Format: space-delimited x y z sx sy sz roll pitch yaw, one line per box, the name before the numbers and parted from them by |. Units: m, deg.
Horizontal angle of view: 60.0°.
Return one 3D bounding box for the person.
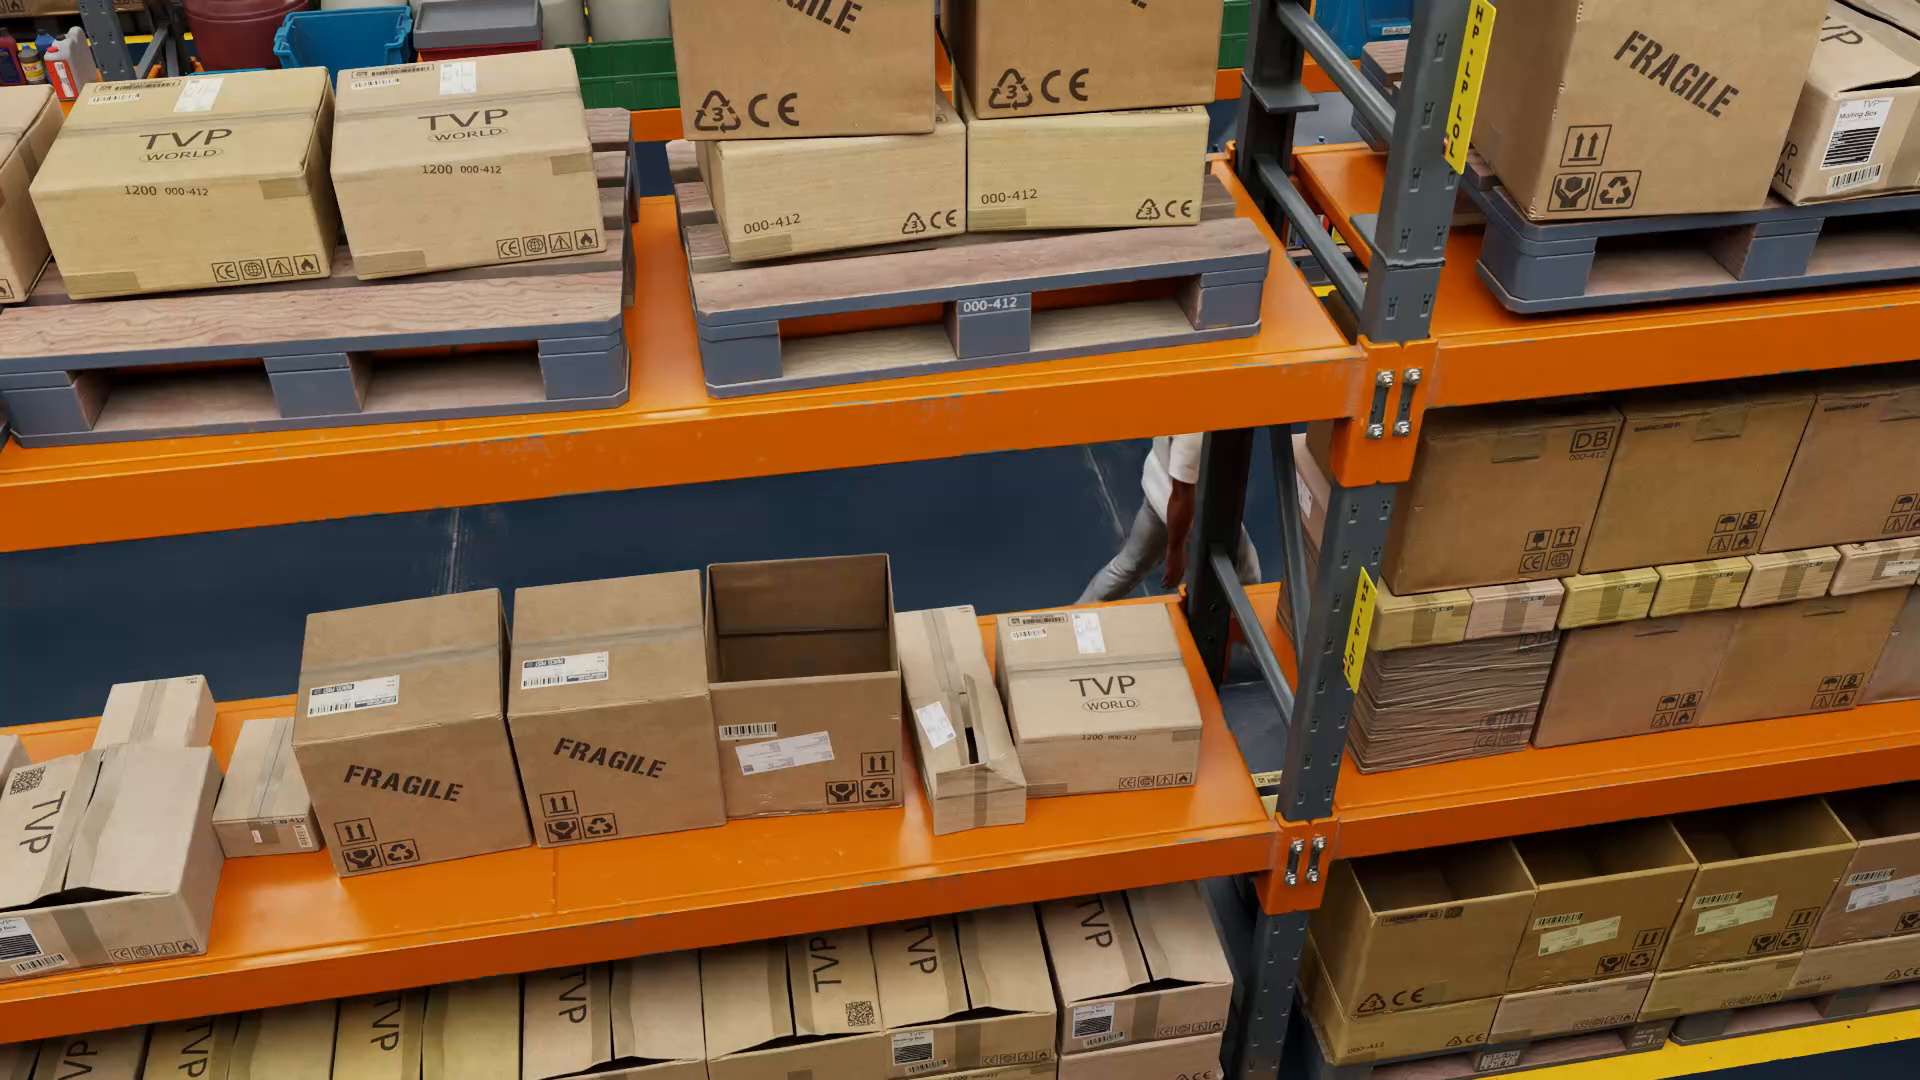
person | 0.935 -0.181 6.366 1.084 1.712 0.607 -9 39 -11
